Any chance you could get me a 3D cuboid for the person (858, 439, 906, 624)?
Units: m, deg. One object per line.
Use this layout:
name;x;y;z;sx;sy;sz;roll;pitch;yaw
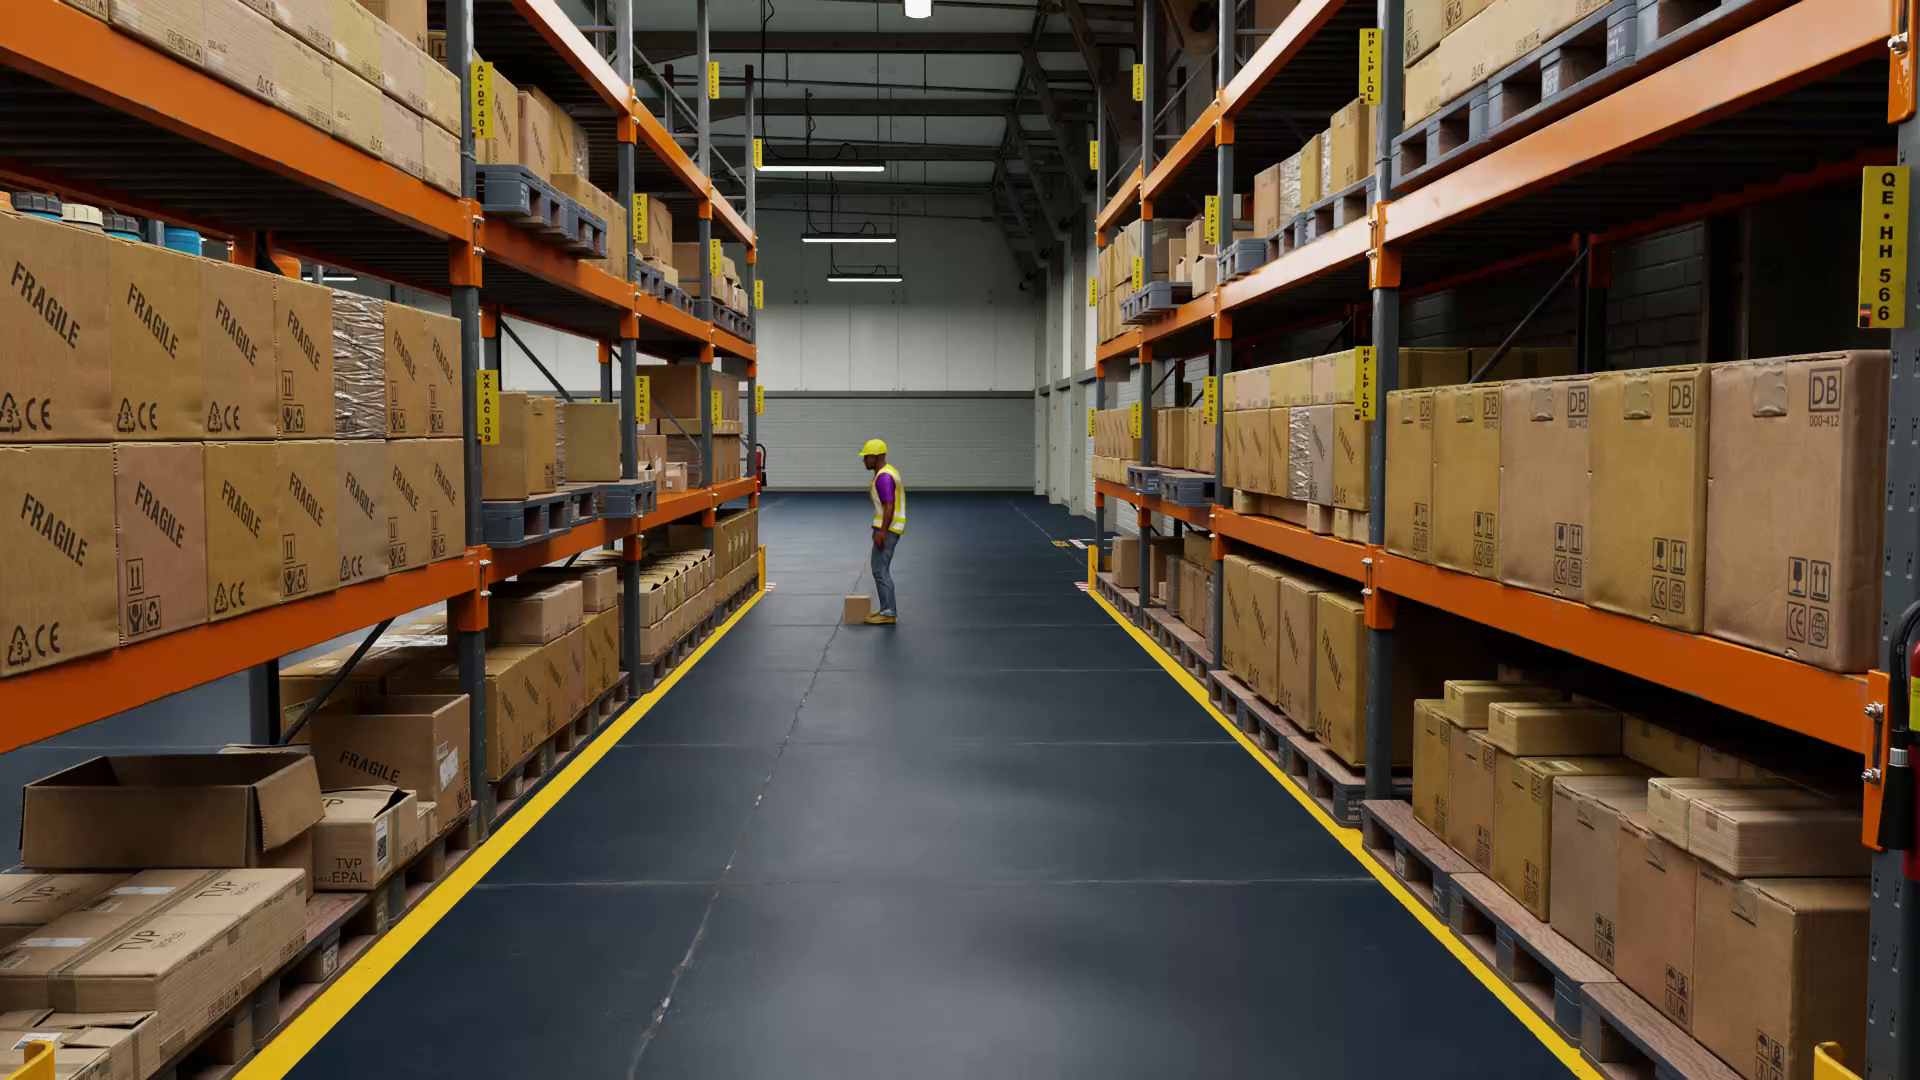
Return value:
person;-0.748;-0.085;15.912;0.461;1.759;0.621;0;4;-4
